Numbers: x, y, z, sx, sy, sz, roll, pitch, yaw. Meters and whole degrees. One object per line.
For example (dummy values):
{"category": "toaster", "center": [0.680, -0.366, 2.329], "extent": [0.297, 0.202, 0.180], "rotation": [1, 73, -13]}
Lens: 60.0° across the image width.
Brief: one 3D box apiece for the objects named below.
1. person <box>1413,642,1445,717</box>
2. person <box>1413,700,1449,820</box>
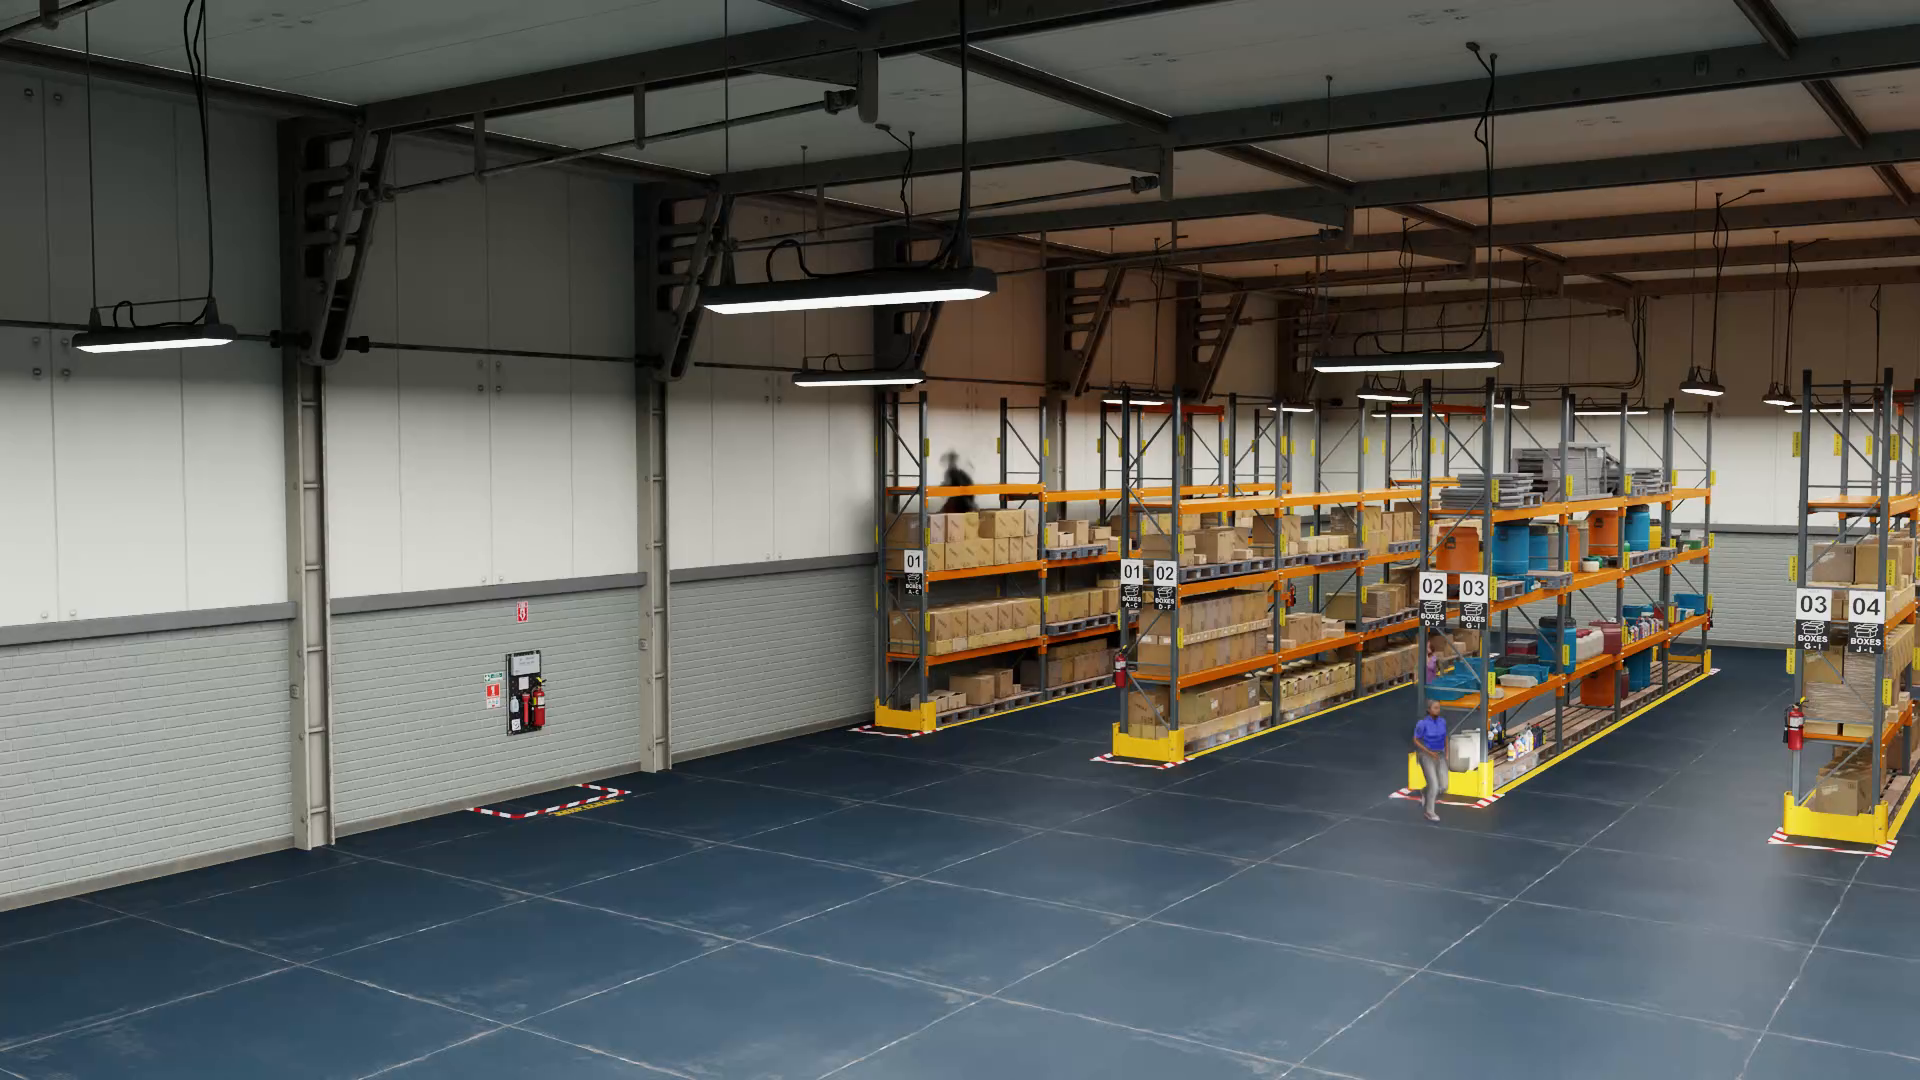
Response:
{"category": "person", "center": [8.318, 2.592, 29.521], "extent": [0.547, 1.569, 0.583], "rotation": [2, 4, 28]}
{"category": "person", "center": [6.380, 2.956, 22.473], "extent": [0.602, 1.613, 0.592], "rotation": [-1, 3, -23]}
